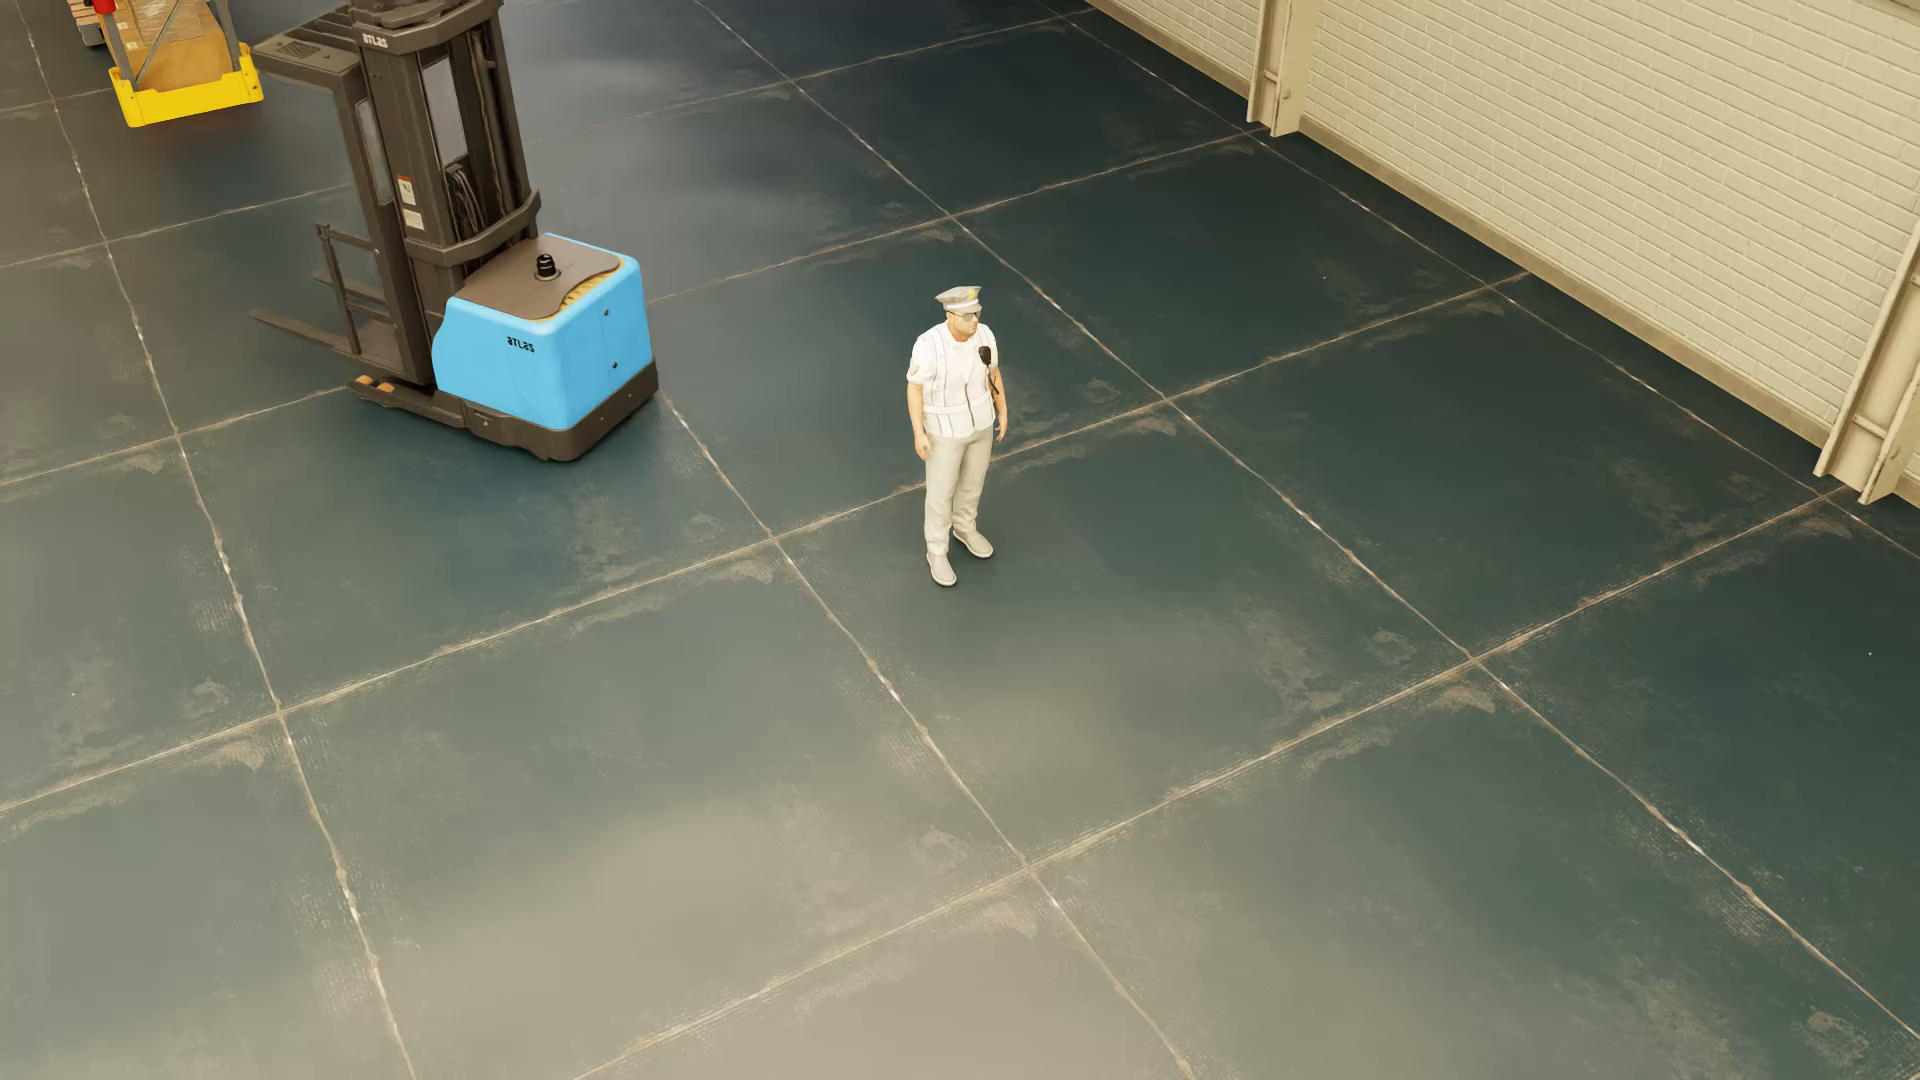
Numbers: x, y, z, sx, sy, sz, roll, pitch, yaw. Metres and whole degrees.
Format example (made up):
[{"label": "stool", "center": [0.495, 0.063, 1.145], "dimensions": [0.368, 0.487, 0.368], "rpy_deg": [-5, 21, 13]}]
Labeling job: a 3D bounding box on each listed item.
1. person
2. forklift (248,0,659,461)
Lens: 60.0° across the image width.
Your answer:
[{"label": "person", "center": [0.028, -0.645, 9.702], "dimensions": [0.640, 1.781, 0.575], "rpy_deg": [-20, 44, -23]}, {"label": "forklift", "center": [-3.626, -2.315, 10.827], "dimensions": [3.031, 2.935, 1.130], "rpy_deg": [19, 43, 21]}]
